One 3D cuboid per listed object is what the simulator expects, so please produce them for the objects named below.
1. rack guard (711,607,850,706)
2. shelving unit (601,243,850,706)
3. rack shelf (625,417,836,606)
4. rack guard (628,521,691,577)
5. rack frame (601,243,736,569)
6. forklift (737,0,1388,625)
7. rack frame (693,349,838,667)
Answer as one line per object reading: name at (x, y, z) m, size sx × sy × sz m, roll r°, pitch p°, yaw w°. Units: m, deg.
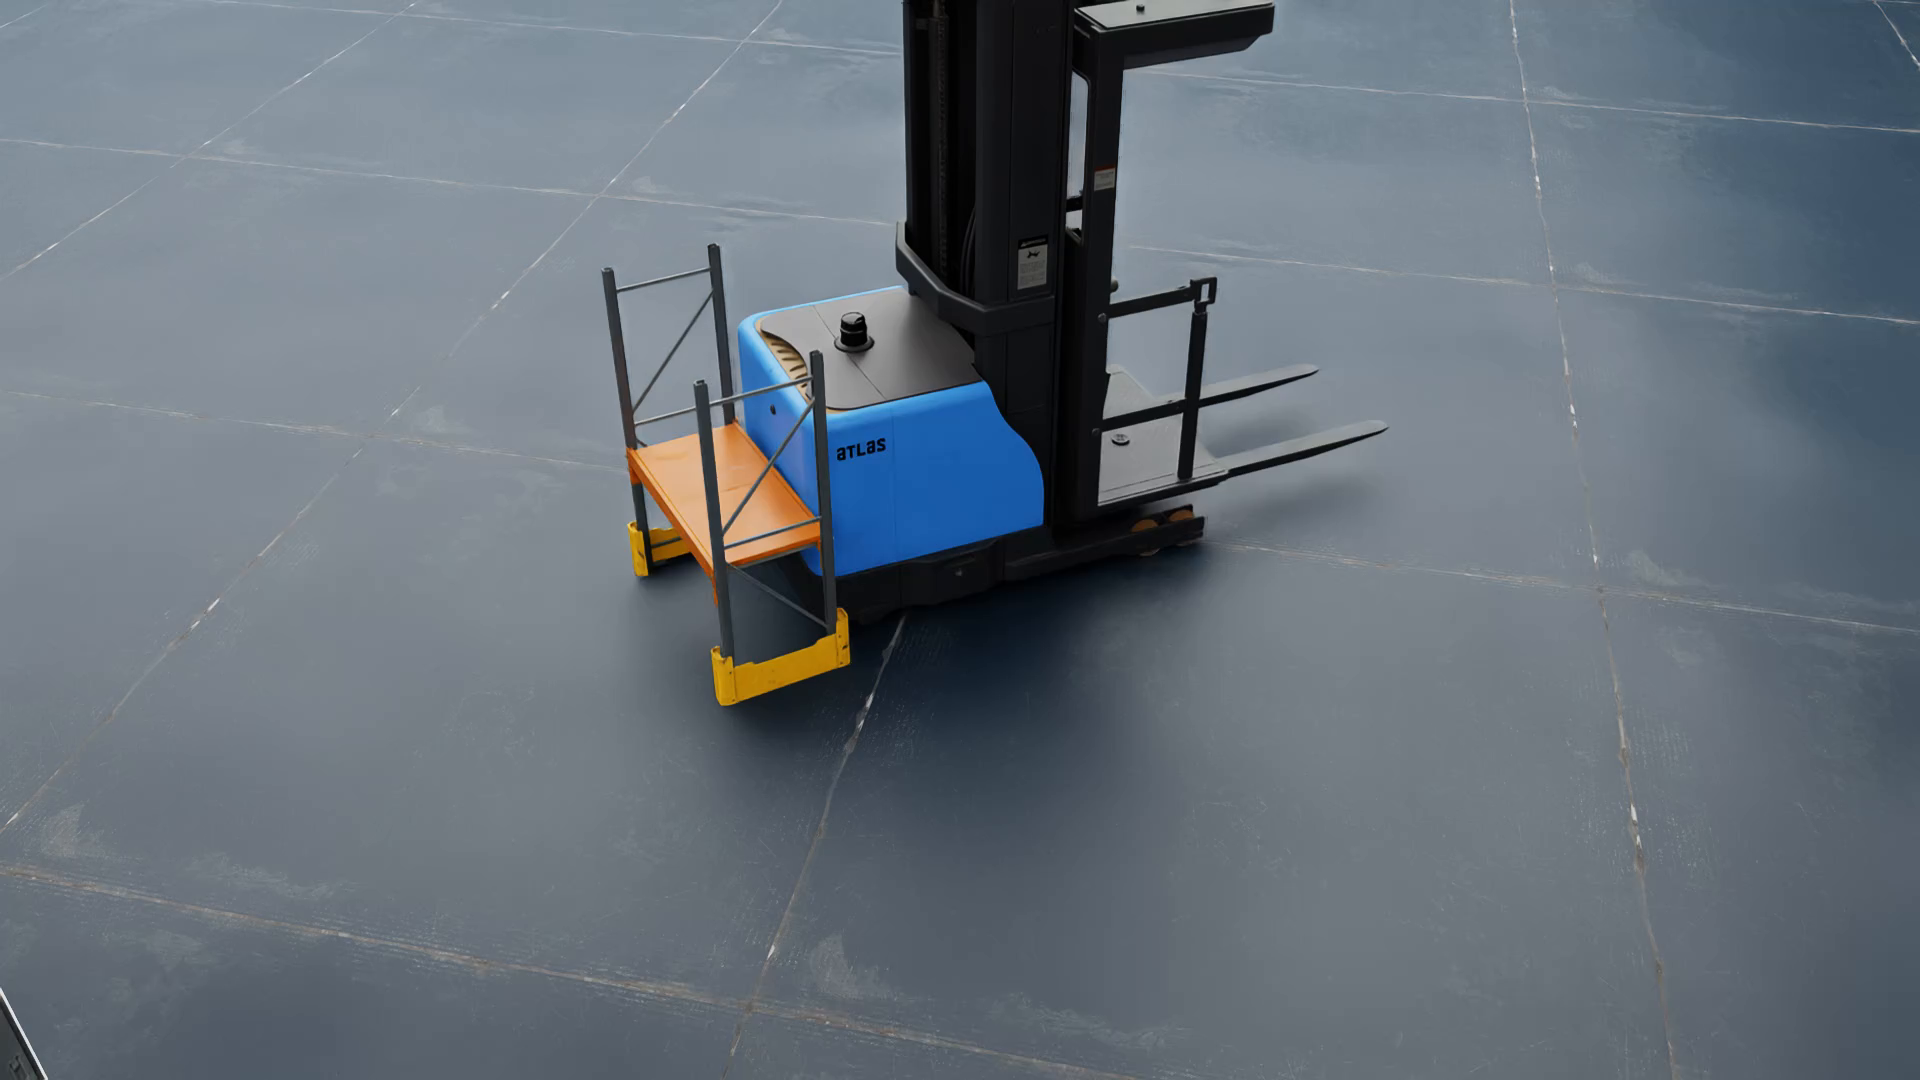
rack guard at (-0.734, 0.481, 6.873) m, size 0.587 × 0.250 × 0.087 m, roll -18°, pitch 40°, yaw -23°
shelving unit at (-0.973, -0.282, 6.860) m, size 0.587 × 1.500 × 1.083 m, roll -18°, pitch 40°, yaw -23°
rack shelf at (-0.977, -0.141, 6.972) m, size 0.538 × 0.185 × 1.000 m, roll -18°, pitch 40°, yaw -23°
rack guard at (-1.211, -0.032, 7.581) m, size 0.587 × 0.250 × 0.087 m, roll -18°, pitch 40°, yaw -23°
rack frame at (-1.220, -0.548, 7.228) m, size 0.500 × 1.500 × 0.032 m, roll -18°, pitch 40°, yaw -23°
forklift at (0.577, -1.383, 7.161) m, size 3.031 × 2.935 × 1.130 m, roll -14°, pitch 38°, yaw -19°
rack frame at (-0.734, -0.024, 6.505) m, size 0.500 × 1.500 × 0.032 m, roll -18°, pitch 40°, yaw -23°
